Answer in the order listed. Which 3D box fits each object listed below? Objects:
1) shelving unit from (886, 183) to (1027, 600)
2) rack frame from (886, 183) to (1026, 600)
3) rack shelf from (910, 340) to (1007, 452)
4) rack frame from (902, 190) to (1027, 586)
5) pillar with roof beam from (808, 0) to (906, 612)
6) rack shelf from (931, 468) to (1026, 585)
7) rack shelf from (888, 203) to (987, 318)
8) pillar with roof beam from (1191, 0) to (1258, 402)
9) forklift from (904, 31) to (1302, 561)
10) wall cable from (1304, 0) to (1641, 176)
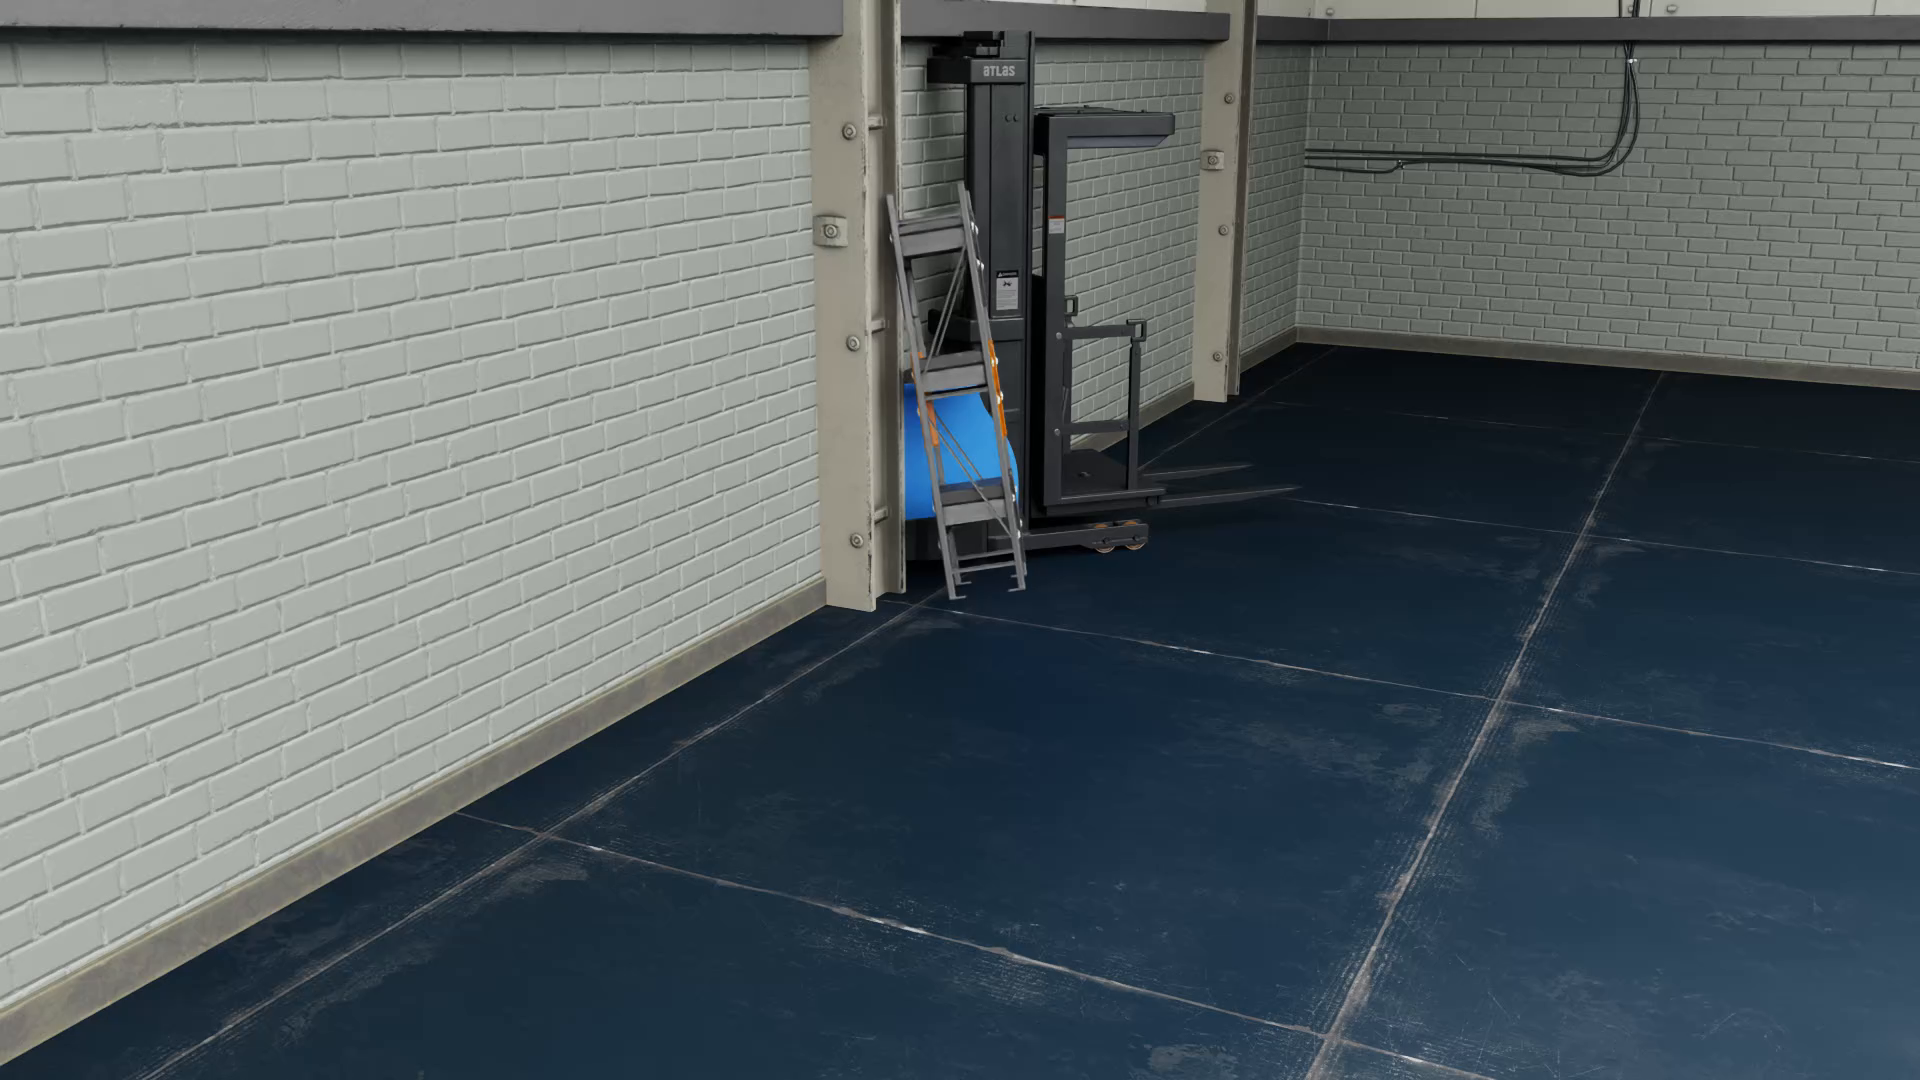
[{"bbox_3d":[-0.003,-0.777,8.776,0.431,2.100,0.503,-8,7,4],"label":"shelving unit"},{"bbox_3d":[-0.017,-0.745,8.535,0.400,2.100,0.015,-8,7,4],"label":"rack frame"},{"bbox_3d":[0.000,-0.764,8.778,0.431,0.518,0.480,-8,7,4],"label":"rack shelf"},{"bbox_3d":[0.012,-0.809,9.018,0.400,2.100,0.015,-8,7,4],"label":"rack frame"},{"bbox_3d":[3.334,-3.458,5.861,9.100,9.000,0.400,8,18,25],"label":"pillar with roof beam"},{"bbox_3d":[0.107,-0.077,8.862,0.431,0.518,0.480,-8,7,4],"label":"rack shelf"},{"bbox_3d":[-0.108,-1.450,8.694,0.431,0.518,0.480,-8,7,4],"label":"rack shelf"},{"bbox_3d":[6.015,-4.986,11.007,9.100,9.000,0.400,8,18,25],"label":"pillar with roof beam"},{"bbox_3d":[0.591,-1.465,9.807,3.031,2.935,1.130,-6,17,-19],"label":"forklift"},{"bbox_3d":[4.663,-4.627,15.253,3.097,2.526,0.112,8,18,25],"label":"wall cable"}]
